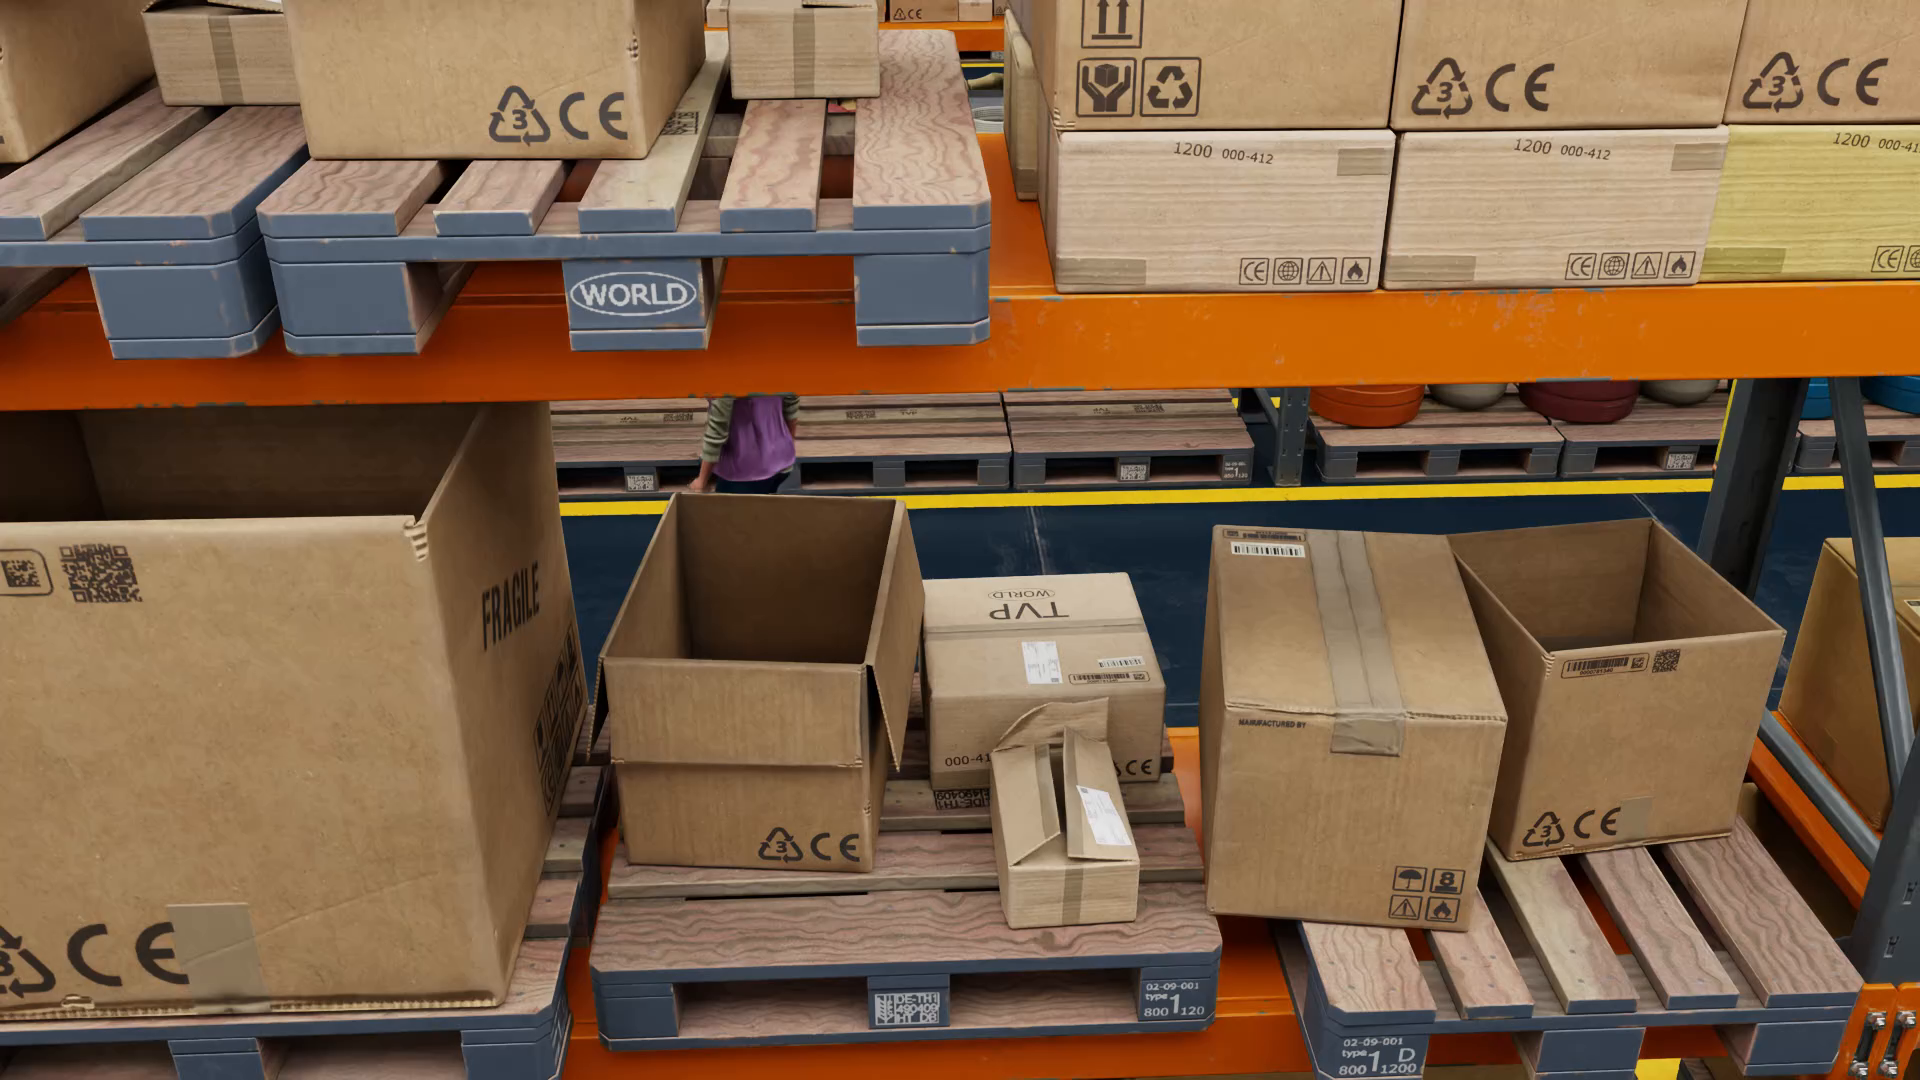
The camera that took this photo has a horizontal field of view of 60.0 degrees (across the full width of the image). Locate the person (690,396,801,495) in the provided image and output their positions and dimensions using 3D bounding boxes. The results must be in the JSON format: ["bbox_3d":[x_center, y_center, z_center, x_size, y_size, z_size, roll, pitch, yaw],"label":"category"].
[{"bbox_3d":[-0.802,-0.276,6.608,0.475,1.596,0.460,15,31,26],"label":"person"}]
